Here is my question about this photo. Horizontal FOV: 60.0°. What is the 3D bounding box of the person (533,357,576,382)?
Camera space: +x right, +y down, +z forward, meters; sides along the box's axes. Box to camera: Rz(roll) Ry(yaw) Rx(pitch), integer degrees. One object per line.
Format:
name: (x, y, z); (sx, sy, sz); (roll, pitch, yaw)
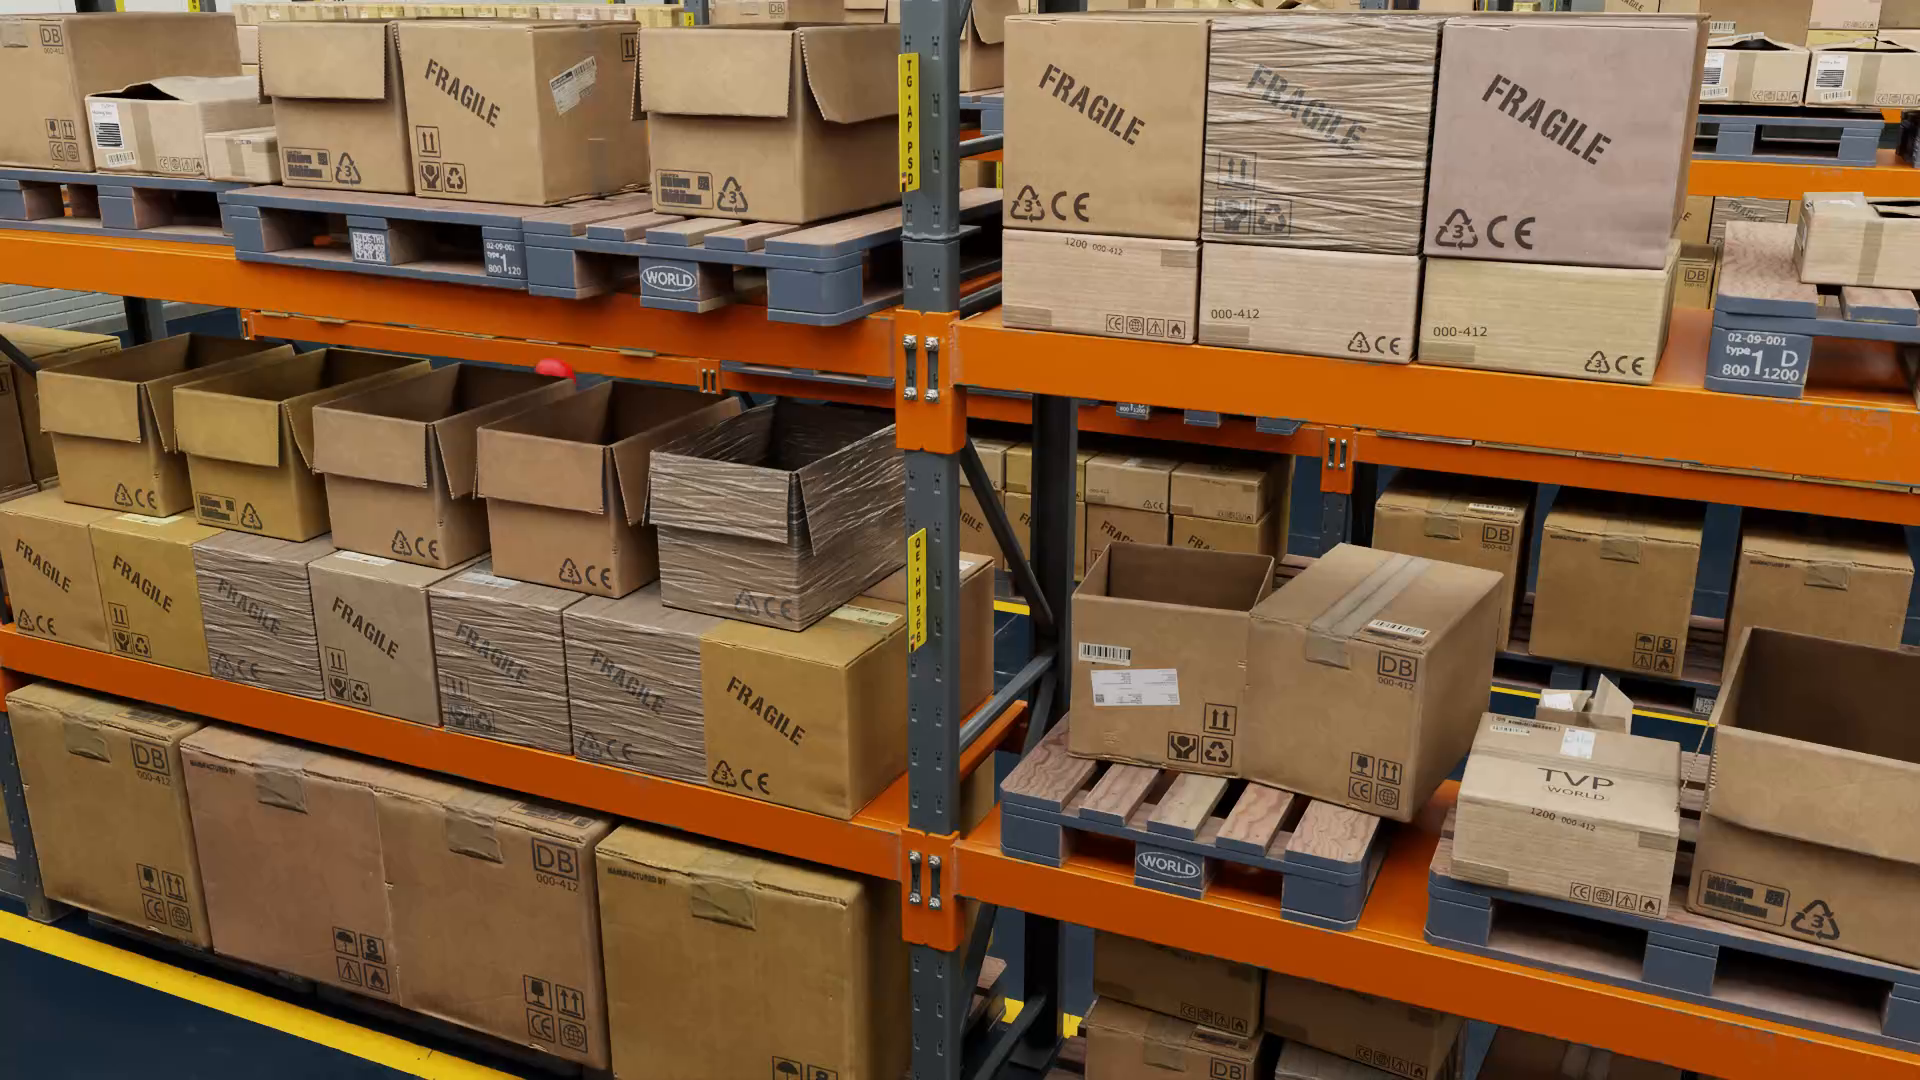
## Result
person: (-1.881, -0.146, 9.042); (0.862, 1.718, 0.682); (6, 20, 17)
